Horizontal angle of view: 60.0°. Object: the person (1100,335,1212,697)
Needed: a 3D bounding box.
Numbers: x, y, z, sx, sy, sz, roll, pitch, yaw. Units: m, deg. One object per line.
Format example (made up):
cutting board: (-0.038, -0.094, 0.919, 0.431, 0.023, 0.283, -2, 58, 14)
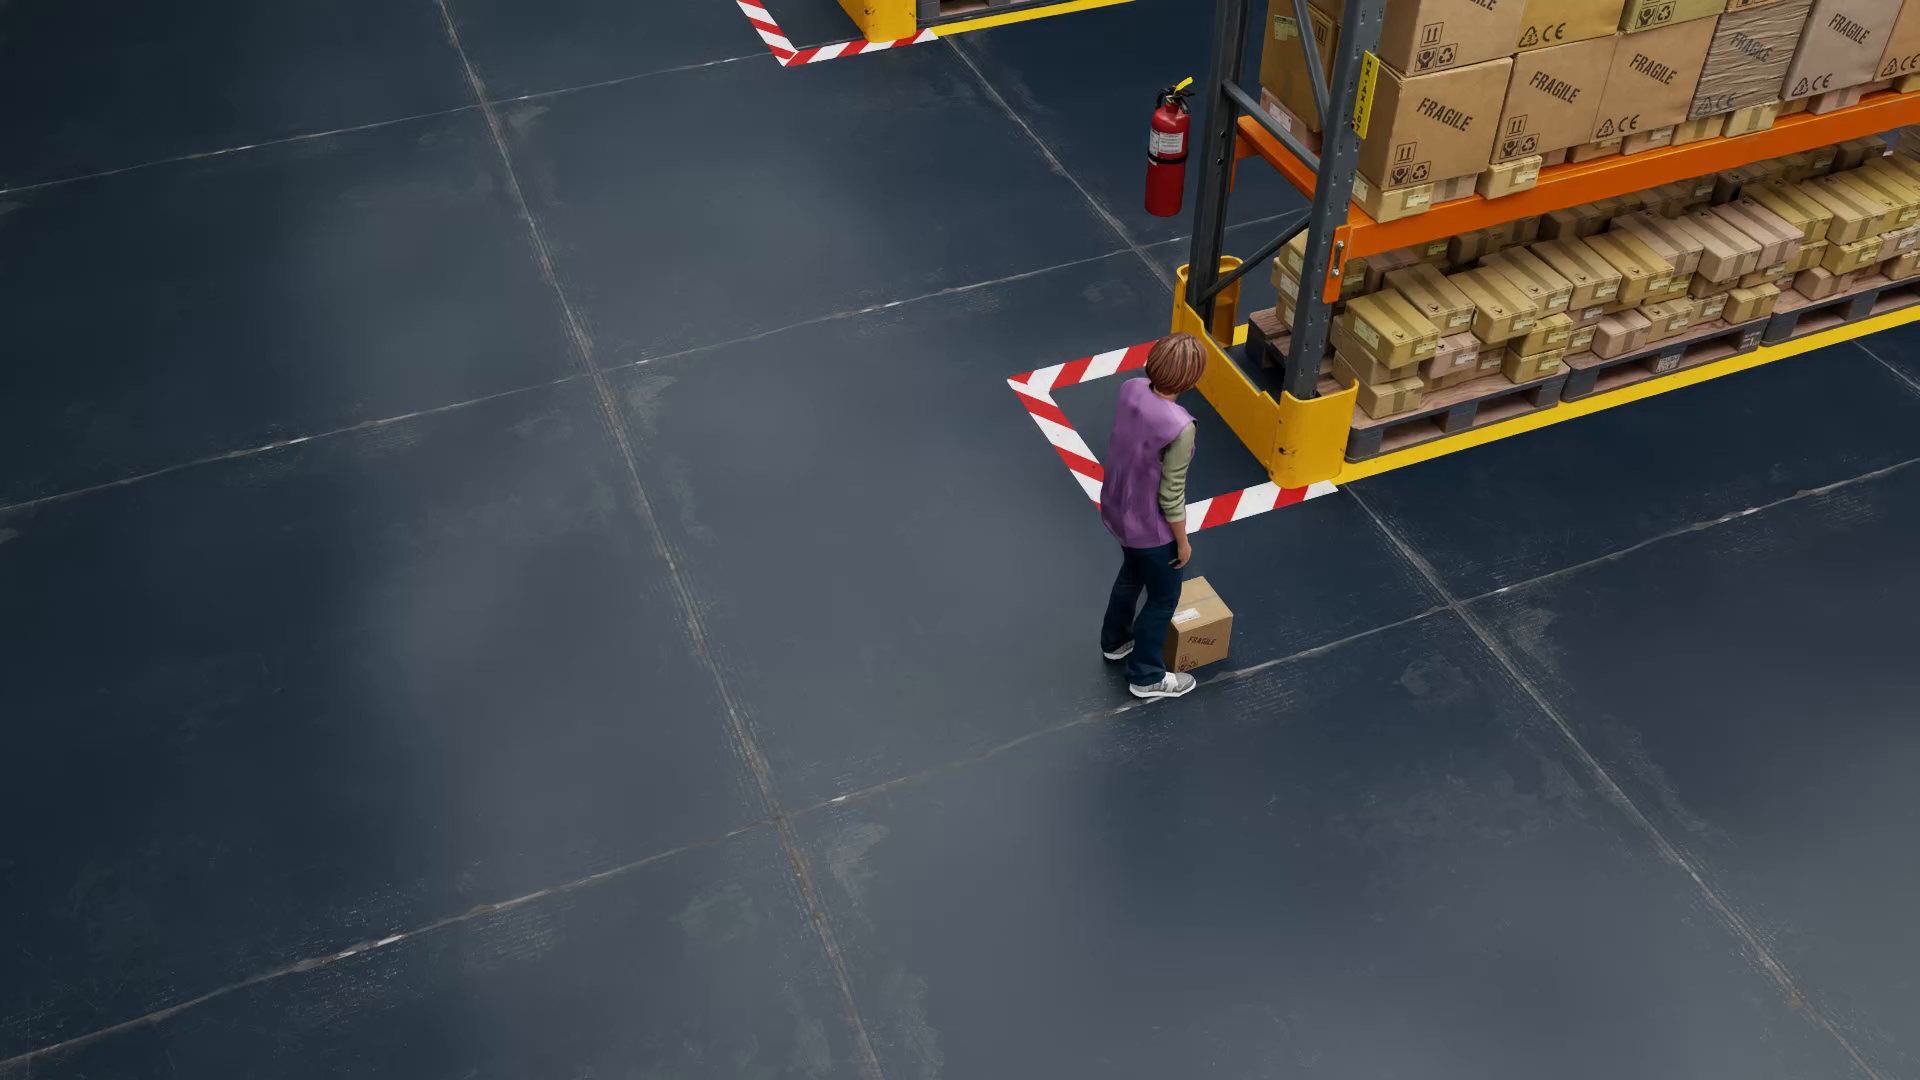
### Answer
person: (0.718, -0.078, 6.255, 0.347, 1.591, 0.459, -16, 45, -17)
